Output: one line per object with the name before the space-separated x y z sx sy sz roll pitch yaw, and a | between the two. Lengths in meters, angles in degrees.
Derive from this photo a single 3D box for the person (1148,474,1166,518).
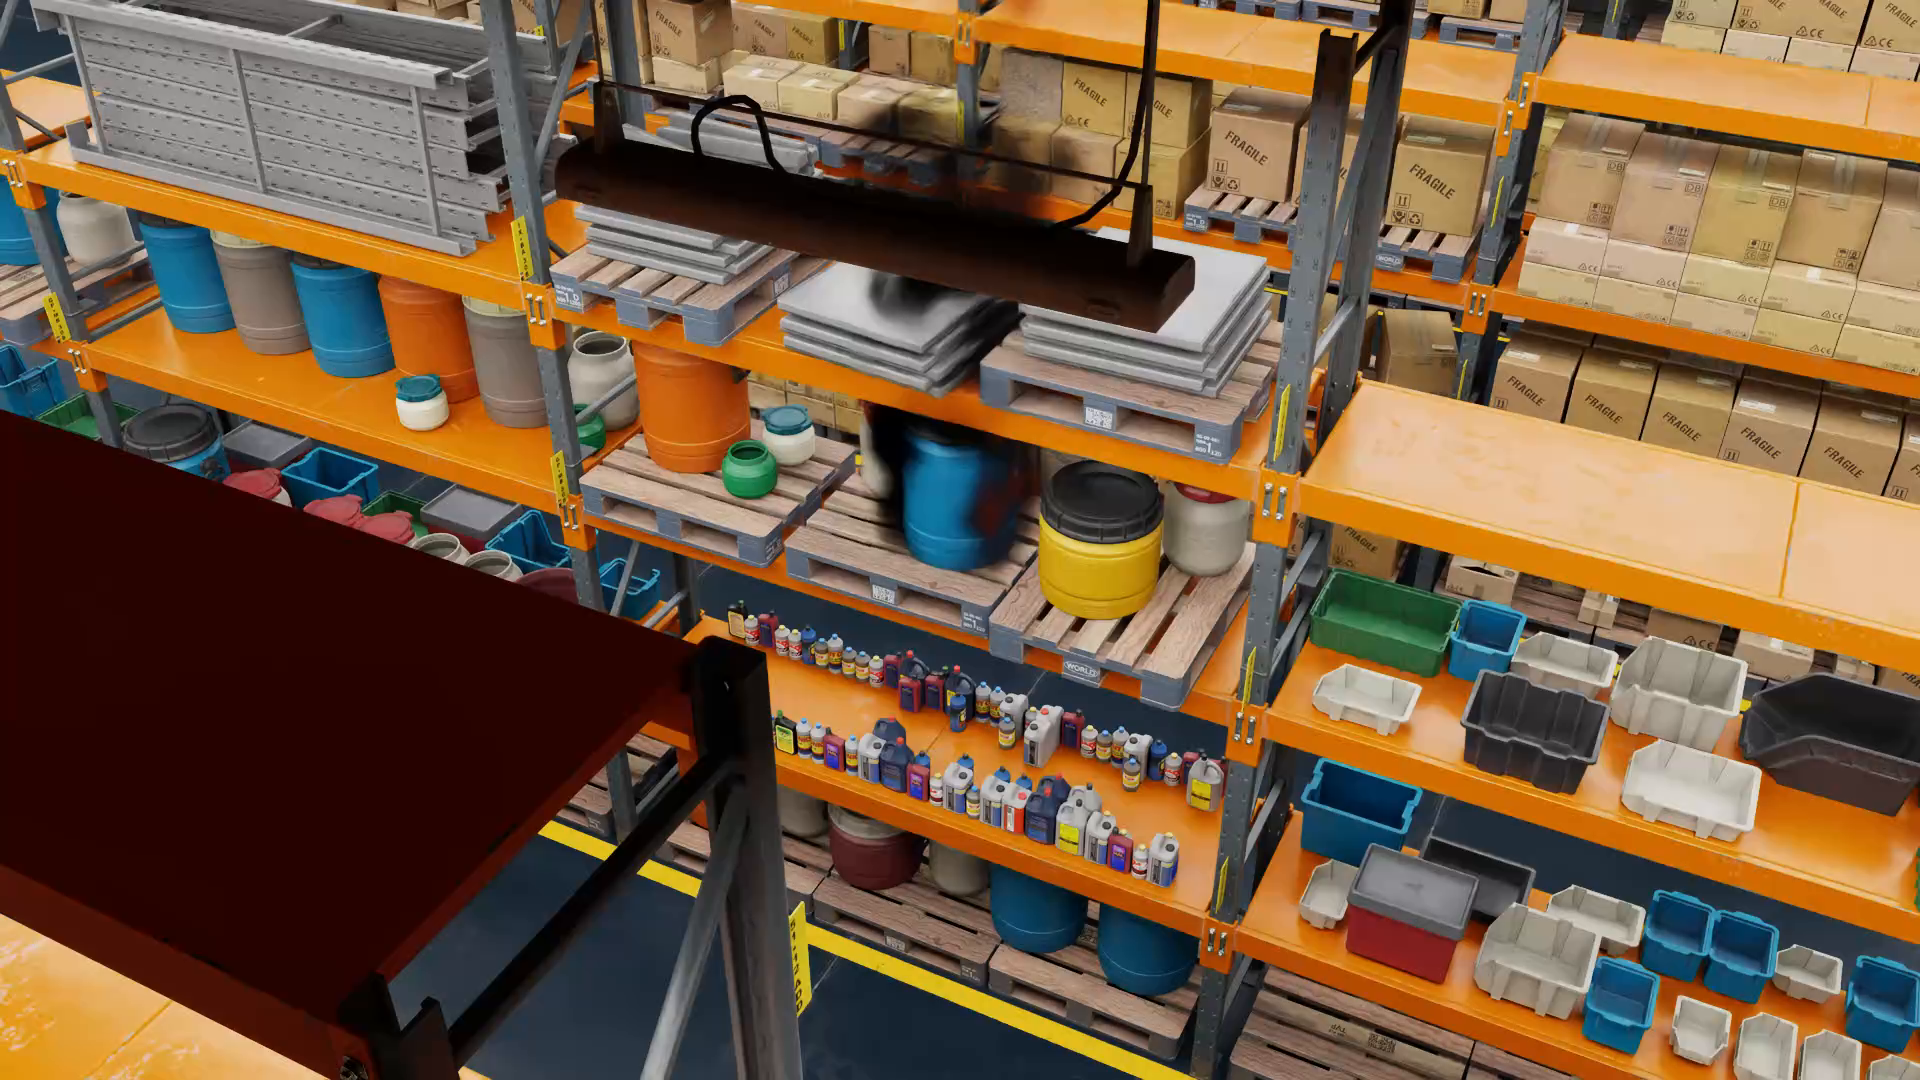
person | 1.245 0.287 11.928 0.801 1.839 0.701 12 37 17
